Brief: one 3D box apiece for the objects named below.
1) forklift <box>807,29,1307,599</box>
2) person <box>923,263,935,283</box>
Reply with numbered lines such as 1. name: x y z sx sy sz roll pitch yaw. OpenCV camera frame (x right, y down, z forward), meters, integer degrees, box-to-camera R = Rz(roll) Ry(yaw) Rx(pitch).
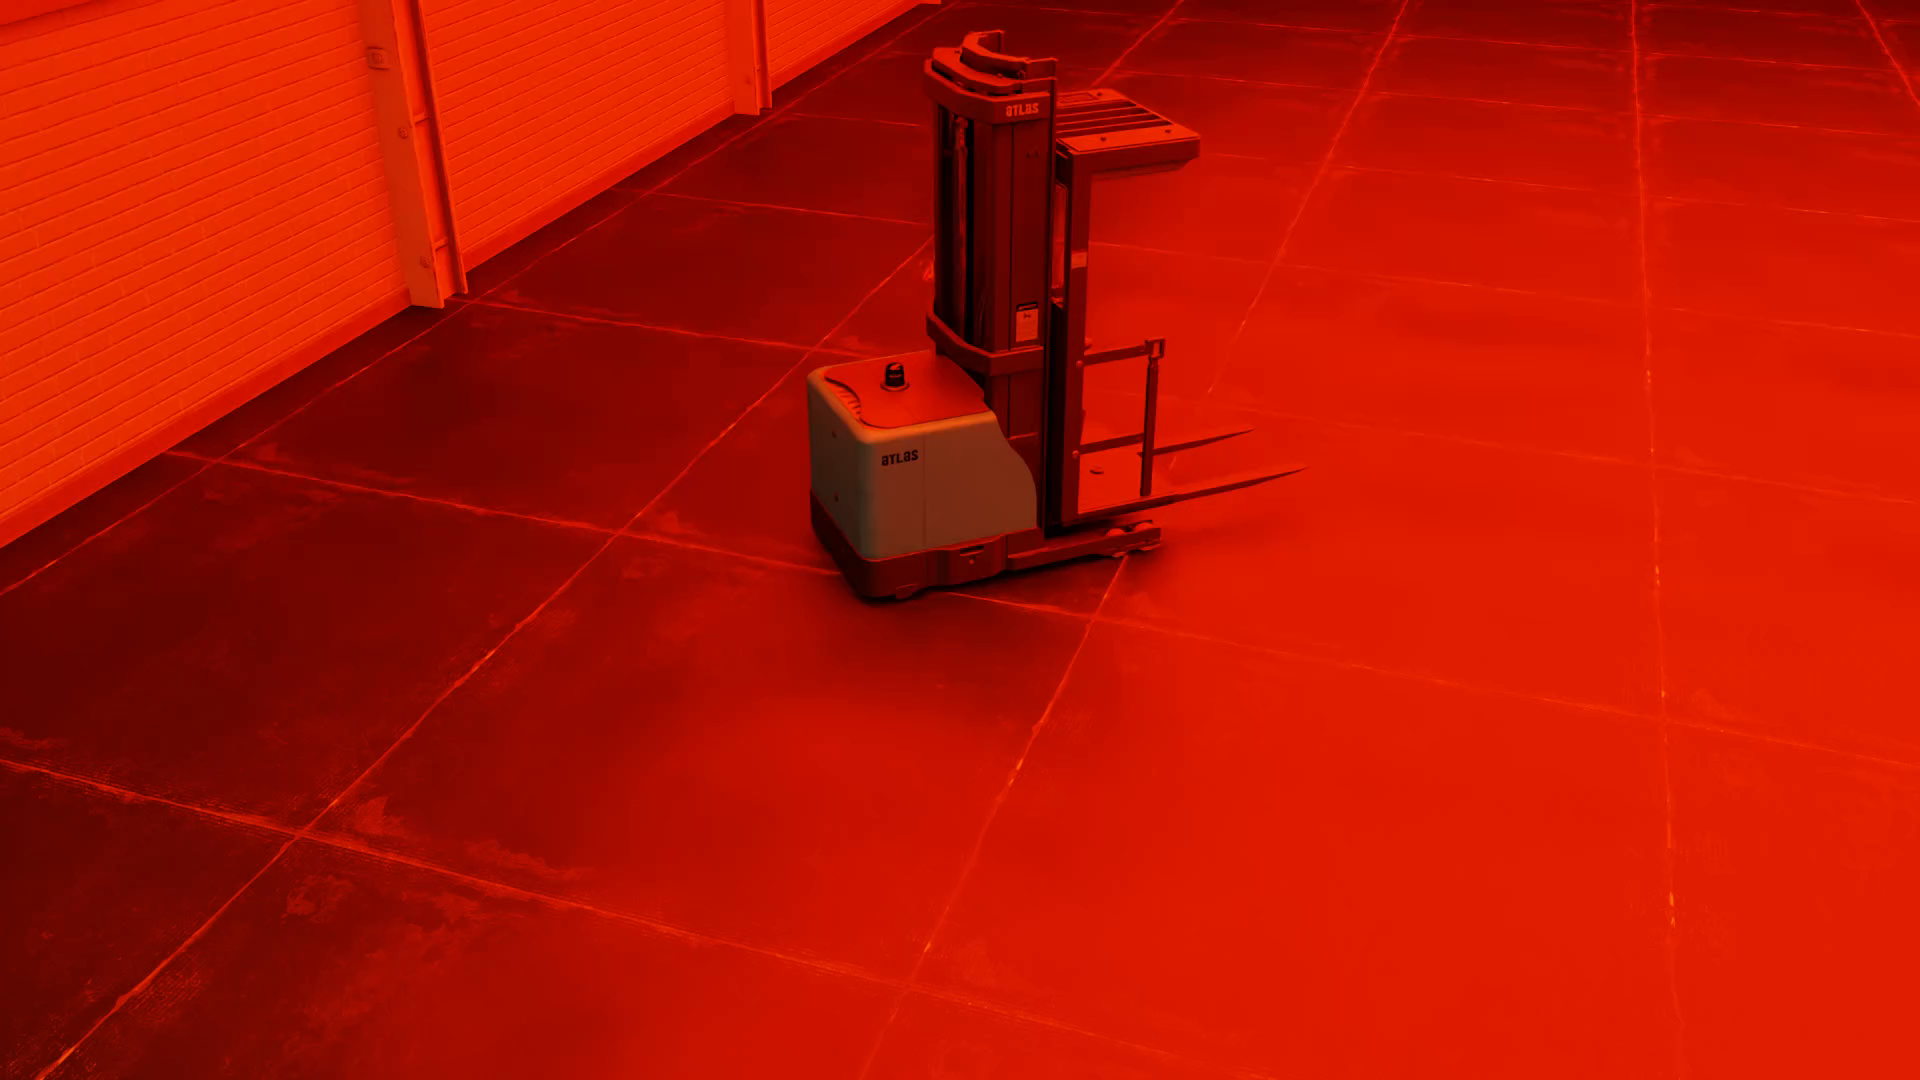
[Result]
1. forklift: 0.660 -1.401 9.593 3.031 2.935 1.130 -12 32 -20
2. person: 0.141 -1.643 11.517 0.650 1.526 0.908 -17 34 -28
